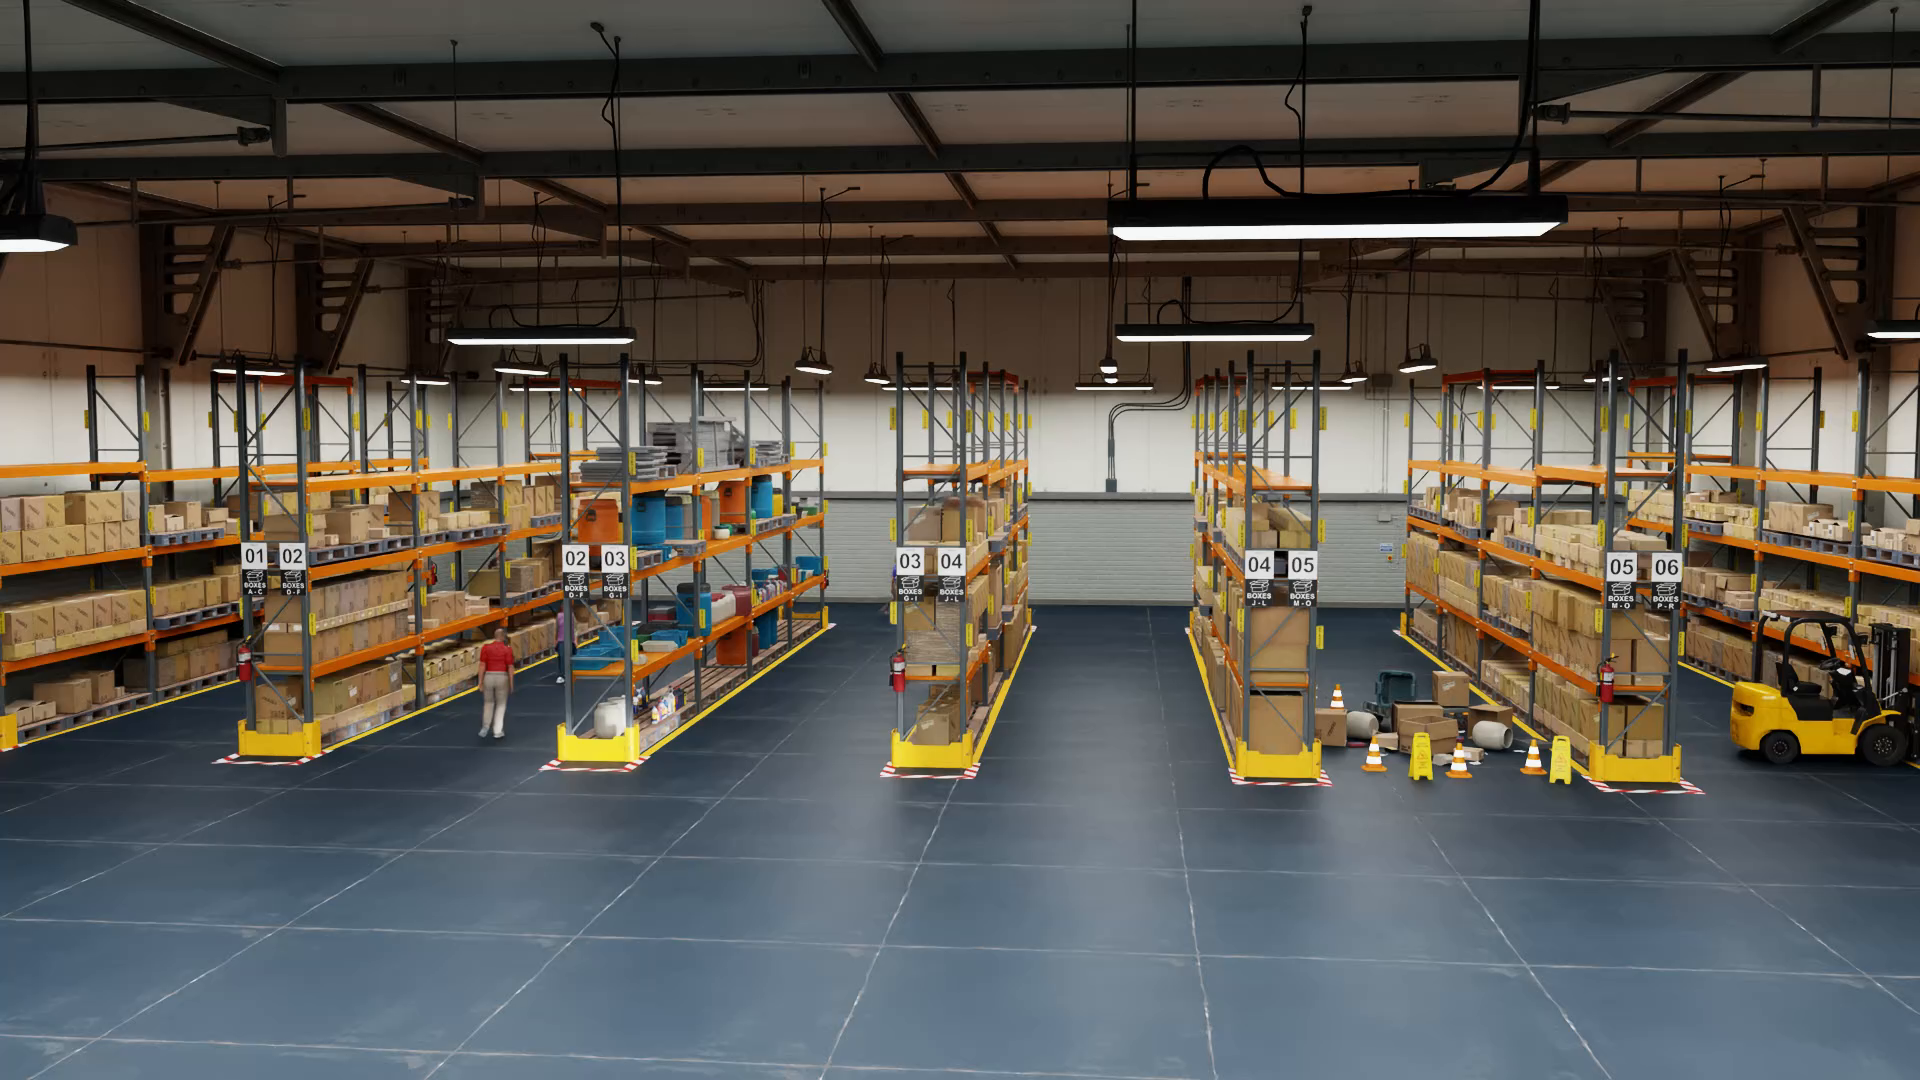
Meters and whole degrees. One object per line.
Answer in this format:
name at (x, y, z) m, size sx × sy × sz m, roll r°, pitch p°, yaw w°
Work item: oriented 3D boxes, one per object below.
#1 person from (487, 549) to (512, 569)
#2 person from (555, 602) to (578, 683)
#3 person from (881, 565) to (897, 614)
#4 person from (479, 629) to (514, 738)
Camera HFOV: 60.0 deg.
person at (-12.054, 1.060, 43.798) m, size 0.704 × 1.682 × 0.659 m, roll 1°, pitch 4°, yaw 14°
person at (-7.588, 1.940, 32.052) m, size 0.487 × 1.533 × 1.009 m, roll 0°, pitch 4°, yaw -3°
person at (-1.581, 1.184, 42.428) m, size 1.032 × 1.596 × 0.437 m, roll 2°, pitch 4°, yaw 25°
person at (-7.329, 2.264, 26.287) m, size 0.574 × 1.726 × 0.471 m, roll 0°, pitch 4°, yaw 5°
